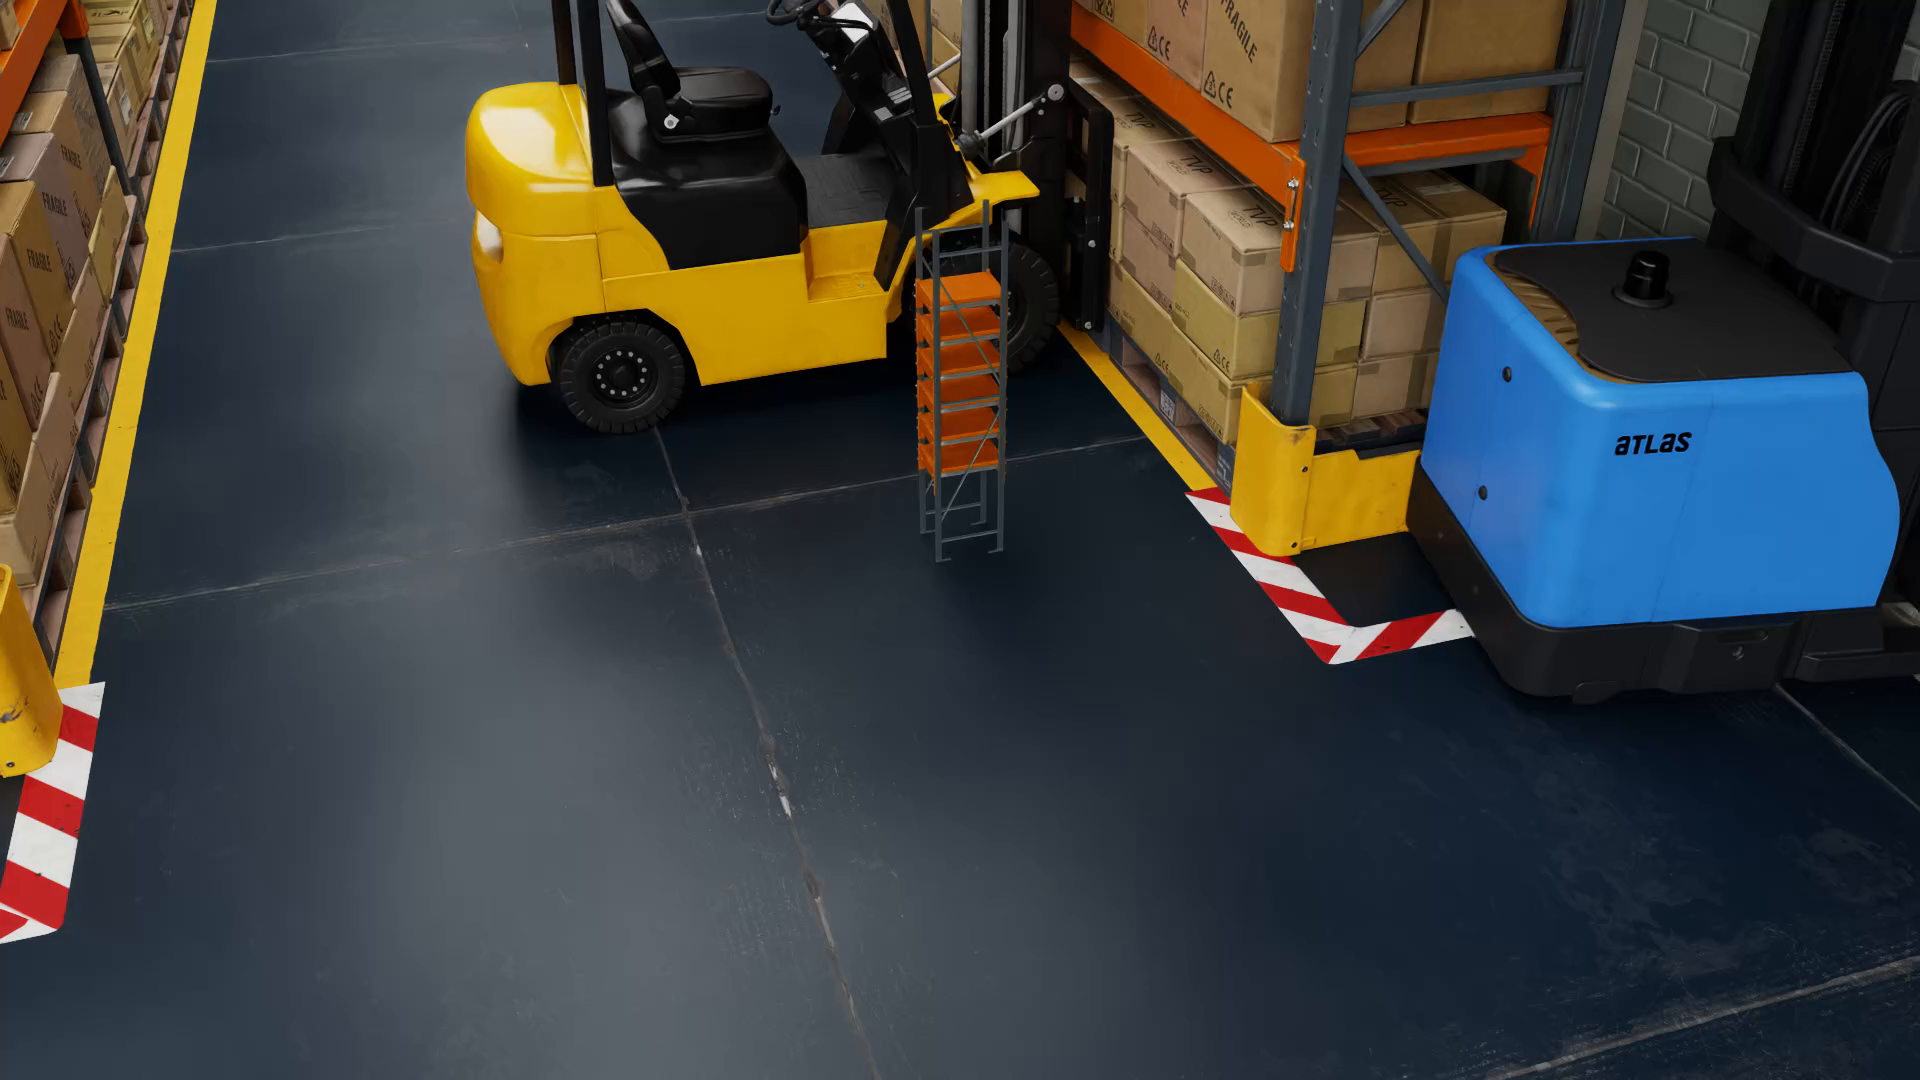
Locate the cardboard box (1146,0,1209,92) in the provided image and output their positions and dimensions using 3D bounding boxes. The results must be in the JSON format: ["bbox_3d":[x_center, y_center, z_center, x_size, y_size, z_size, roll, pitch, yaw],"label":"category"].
[{"bbox_3d":[0.990,-1.916,5.838,0.500,0.500,0.500,-9,34,-13],"label":"cardboard box"}]

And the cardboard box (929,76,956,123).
[{"bbox_3d":[0.151,-2.205,8.479,0.500,0.250,0.500,-10,35,-14],"label":"cardboard box"}]

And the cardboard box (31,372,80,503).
[{"bbox_3d":[-3.318,-0.317,5.622,0.500,0.250,0.500,-9,34,-13],"label":"cardboard box"}]

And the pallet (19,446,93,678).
[{"bbox_3d":[-3.424,0.142,5.344,1.003,0.211,1.213,-10,35,-15],"label":"pallet"}]

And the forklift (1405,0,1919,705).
[{"bbox_3d":[3.082,-1.077,4.721,3.031,2.935,1.130,-4,34,-6],"label":"forklift"}]

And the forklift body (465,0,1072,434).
[{"bbox_3d":[-0.776,-1.721,6.403,2.313,2.155,1.214,-10,35,-15],"label":"forklift body"}]

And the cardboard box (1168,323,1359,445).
[{"bbox_3d":[1.095,-0.608,6.062,0.500,0.250,0.500,-10,35,-14],"label":"cardboard box"}]

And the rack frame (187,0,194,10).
[{"bbox_3d":[-5.627,-4.750,10.217,1.000,3.000,0.127,-10,35,-15],"label":"rack frame"}]

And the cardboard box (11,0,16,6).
[{"bbox_3d":[-3.931,-2.147,6.507,0.380,0.149,0.250,-10,35,-14],"label":"cardboard box"}]

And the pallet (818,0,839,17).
[{"bbox_3d":[-0.319,-3.345,10.620,1.003,0.211,1.213,-10,35,-15],"label":"pallet"}]

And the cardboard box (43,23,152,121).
[{"bbox_3d":[-4.792,-2.380,8.634,0.950,0.372,0.625,-8,34,-12],"label":"cardboard box"}]

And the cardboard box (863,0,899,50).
[{"bbox_3d":[-0.080,-3.351,9.874,0.875,0.625,0.625,-10,35,-15],"label":"cardboard box"}]

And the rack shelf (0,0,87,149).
[{"bbox_3d":[-3.797,-1.299,5.648,1.077,0.370,4.000,-10,35,-15],"label":"rack shelf"}]

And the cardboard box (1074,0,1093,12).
[{"bbox_3d":[0.669,-2.447,6.642,0.500,0.500,0.500,-10,35,-14],"label":"cardboard box"}]

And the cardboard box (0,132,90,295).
[{"bbox_3d":[-3.657,-1.190,6.264,0.500,0.500,0.500,-8,34,-12],"label":"cardboard box"}]

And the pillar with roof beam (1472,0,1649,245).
[{"bbox_3d":[-1.915,-3.682,3.160,9.100,9.000,0.400,-10,35,-15],"label":"pillar with roof beam"}]

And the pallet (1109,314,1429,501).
[{"bbox_3d":[1.266,-0.617,6.492,1.003,0.211,1.213,-10,35,-15],"label":"pallet"}]

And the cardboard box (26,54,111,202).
[{"bbox_3d":[-3.971,-1.725,7.072,0.500,0.500,0.500,-10,35,-15],"label":"cardboard box"}]

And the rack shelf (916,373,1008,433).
[{"bbox_3d":[0.004,-0.456,5.432,0.258,0.103,0.180,-10,35,-15],"label":"rack shelf"}]

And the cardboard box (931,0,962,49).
[{"bbox_3d":[0.168,-2.625,8.207,0.500,0.250,0.500,-11,35,-15],"label":"cardboard box"}]

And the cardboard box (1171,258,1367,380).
[{"bbox_3d":[1.093,-0.826,5.938,0.500,0.250,0.500,-10,35,-15],"label":"cardboard box"}]

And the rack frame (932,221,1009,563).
[{"bbox_3d":[0.032,-0.445,5.335,0.240,1.200,0.006,-10,35,-15],"label":"rack frame"}]

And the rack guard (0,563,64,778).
[{"bbox_3d":[-3.210,0.454,4.610,1.175,0.500,0.348,-10,35,-15],"label":"rack guard"}]

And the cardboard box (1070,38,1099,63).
[{"bbox_3d":[0.477,-2.095,7.406,0.500,0.250,0.500,-9,34,-13],"label":"cardboard box"}]

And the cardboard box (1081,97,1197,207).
[{"bbox_3d":[0.777,-1.551,6.582,0.500,0.250,0.500,-10,35,-14],"label":"cardboard box"}]

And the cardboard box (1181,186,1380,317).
[{"bbox_3d":[1.102,-1.021,5.780,0.500,0.250,0.500,-9,34,-13],"label":"cardboard box"}]

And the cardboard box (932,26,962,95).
[{"bbox_3d":[0.173,-2.417,8.346,0.500,0.250,0.500,-10,35,-15],"label":"cardboard box"}]

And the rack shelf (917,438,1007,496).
[{"bbox_3d":[0.004,-0.256,5.565,0.258,0.103,0.180,-10,35,-15],"label":"rack shelf"}]

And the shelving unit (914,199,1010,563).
[{"bbox_3d":[0.004,-0.493,5.408,0.258,1.200,0.189,-10,35,-15],"label":"shelving unit"}]

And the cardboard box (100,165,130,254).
[{"bbox_3d":[-3.970,-1.412,7.280,0.500,0.250,0.500,-8,34,-13],"label":"cardboard box"}]

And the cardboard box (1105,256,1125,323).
[{"bbox_3d":[0.808,-1.135,6.859,0.500,0.250,0.500,-10,35,-14],"label":"cardboard box"}]

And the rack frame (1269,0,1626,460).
[{"bbox_3d":[1.539,-1.386,5.127,1.000,3.000,0.127,-10,35,-15],"label":"rack frame"}]

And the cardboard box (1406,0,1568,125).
[{"bbox_3d":[1.653,-1.735,5.563,0.500,0.500,0.500,-9,34,-13],"label":"cardboard box"}]

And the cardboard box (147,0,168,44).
[{"bbox_3d":[-5.231,-3.144,9.790,0.950,0.372,0.625,-11,35,-16],"label":"cardboard box"}]

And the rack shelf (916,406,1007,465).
[{"bbox_3d":[0.004,-0.356,5.498,0.258,0.103,0.180,-10,35,-15],"label":"rack shelf"}]

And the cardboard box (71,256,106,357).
[{"bbox_3d":[-3.648,-0.867,6.454,0.500,0.250,0.500,-9,35,-14],"label":"cardboard box"}]

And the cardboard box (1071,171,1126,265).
[{"bbox_3d":[0.773,-1.358,6.744,0.500,0.250,0.500,-11,35,-16],"label":"cardboard box"}]

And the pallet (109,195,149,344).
[{"bbox_3d":[-4.168,-1.139,7.283,1.003,0.211,1.213,-10,35,-15],"label":"pallet"}]

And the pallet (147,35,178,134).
[{"bbox_3d":[-5.021,-2.536,9.397,1.003,0.211,1.213,-10,35,-15],"label":"pallet"}]

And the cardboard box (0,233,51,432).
[{"bbox_3d":[-3.341,-0.646,5.440,0.500,0.500,0.500,-11,35,-17],"label":"cardboard box"}]
